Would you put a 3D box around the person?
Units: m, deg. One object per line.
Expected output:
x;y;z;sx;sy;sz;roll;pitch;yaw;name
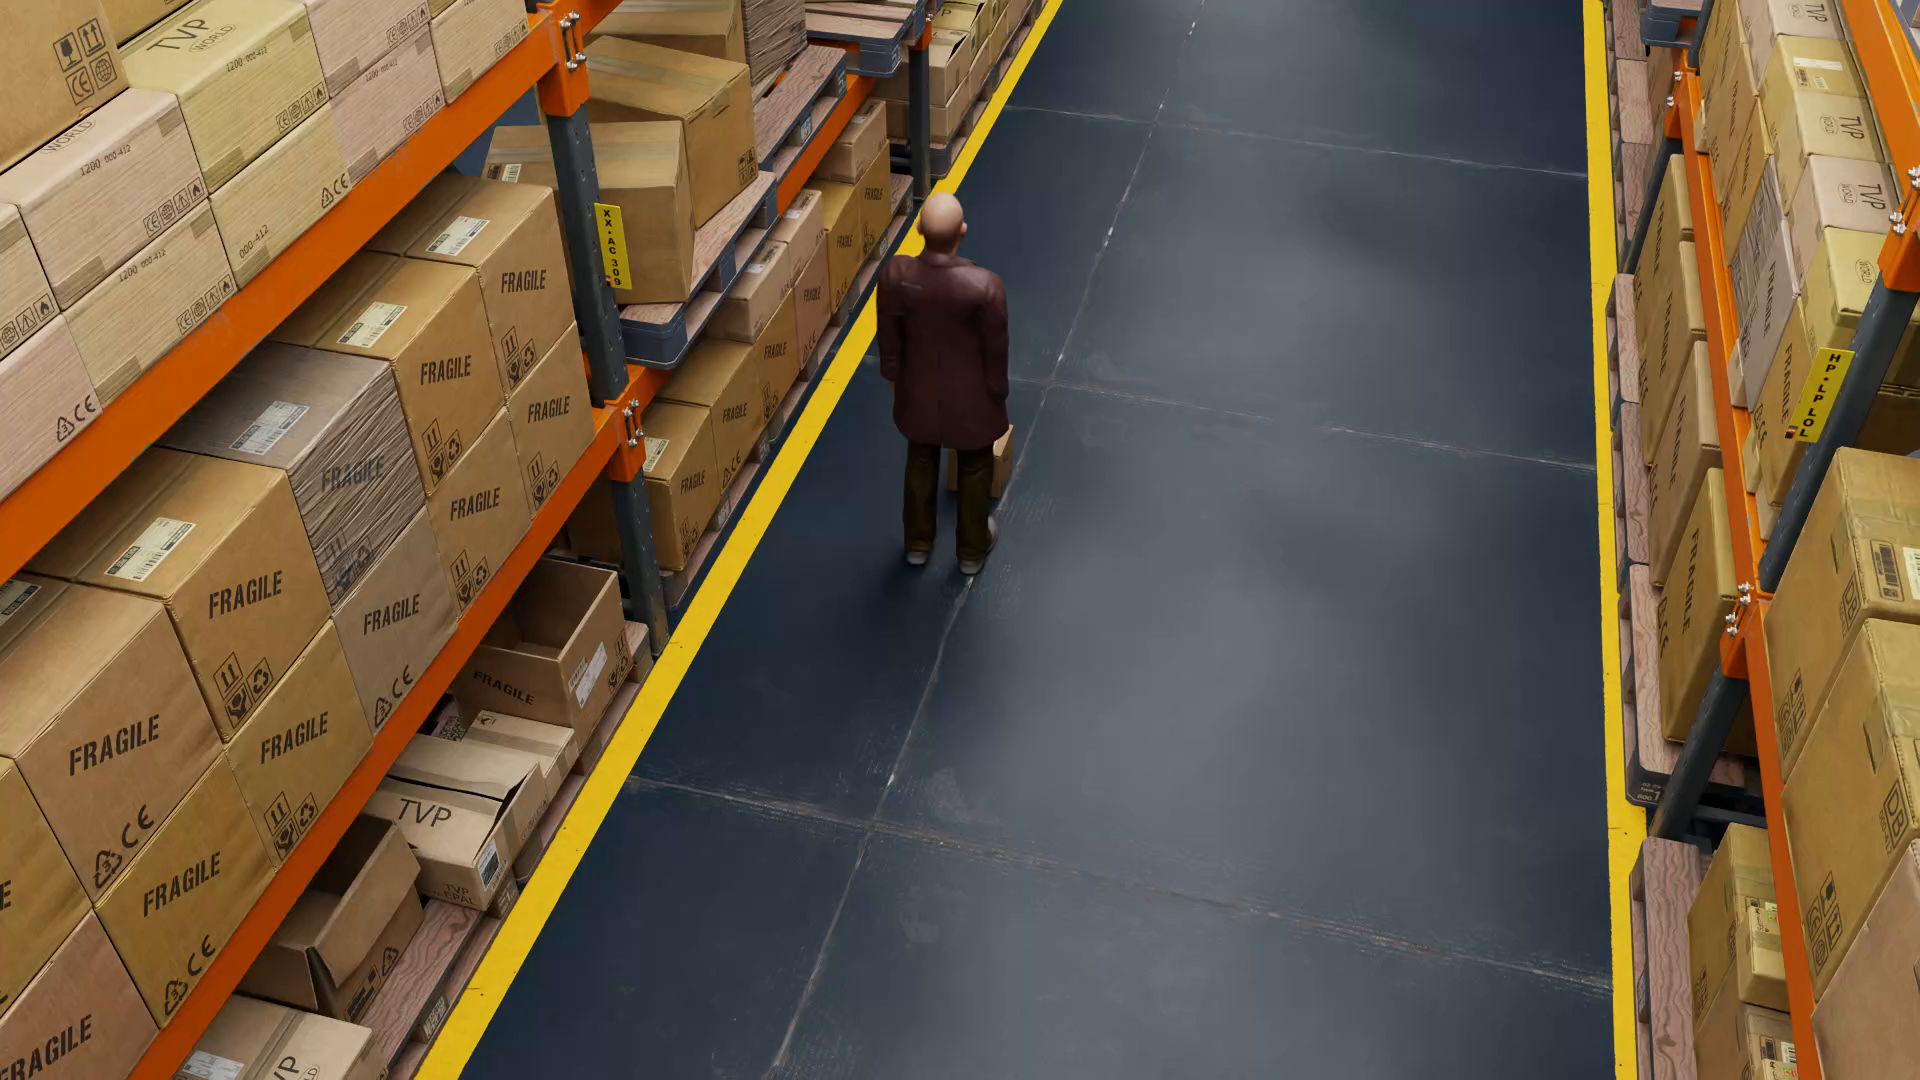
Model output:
-0.061;-0.650;6.938;0.563;1.779;0.383;11;42;12;person
